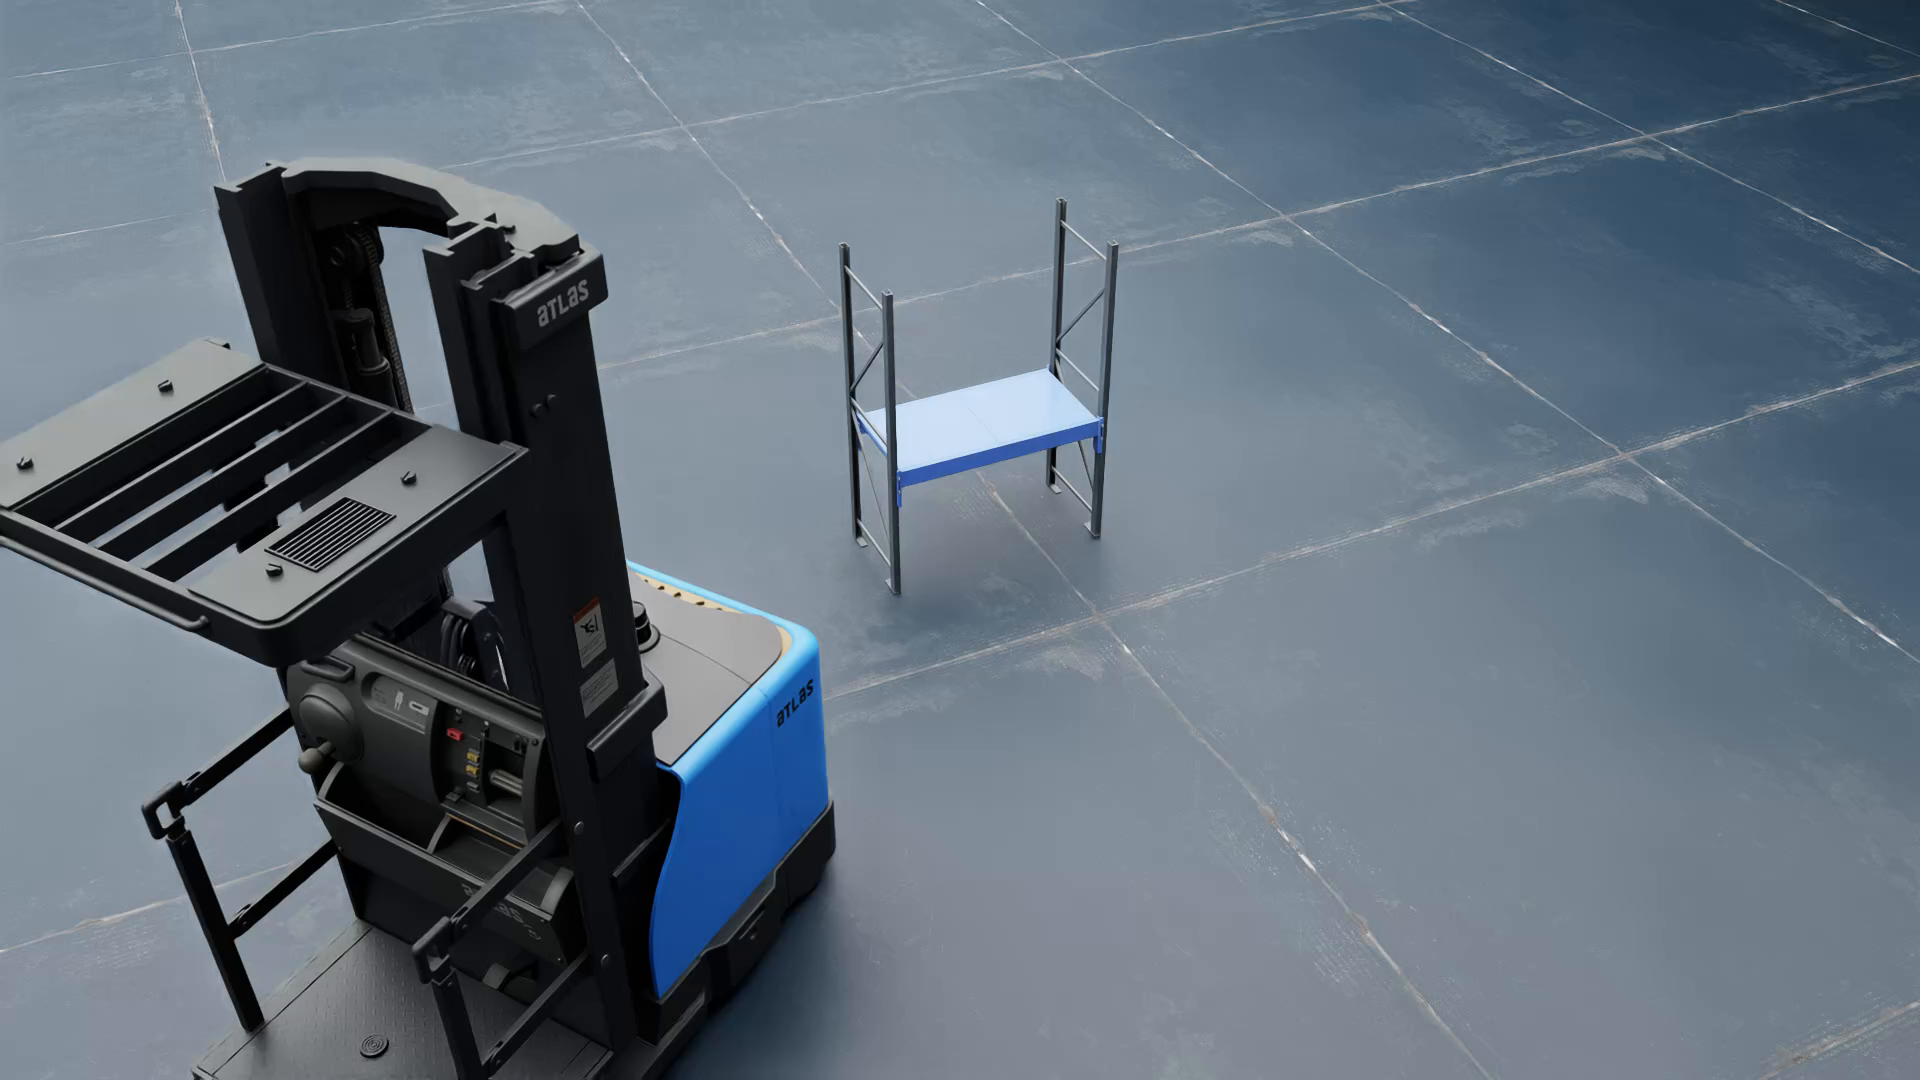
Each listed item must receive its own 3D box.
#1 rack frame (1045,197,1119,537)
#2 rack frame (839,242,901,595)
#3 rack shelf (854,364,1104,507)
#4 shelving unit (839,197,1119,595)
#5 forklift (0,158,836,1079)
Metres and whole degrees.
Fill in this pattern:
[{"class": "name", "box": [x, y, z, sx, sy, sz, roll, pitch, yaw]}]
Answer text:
[{"class": "rack frame", "box": [0.537, -0.753, 7.506, 0.032, 1.500, 0.500, -16, 39, -20]}, {"class": "rack frame", "box": [-0.383, -0.495, 7.159, 0.032, 1.500, 0.500, -16, 39, -20]}, {"class": "rack shelf", "box": [0.077, -0.480, 7.439, 1.000, 0.185, 0.538, -16, 39, -20]}, {"class": "shelving unit", "box": [0.077, -0.624, 7.332, 1.048, 1.500, 0.538, -16, 39, -20]}, {"class": "forklift", "box": [-1.620, 0.613, 4.463, 1.130, 2.935, 3.031, 19, 40, 23]}]
